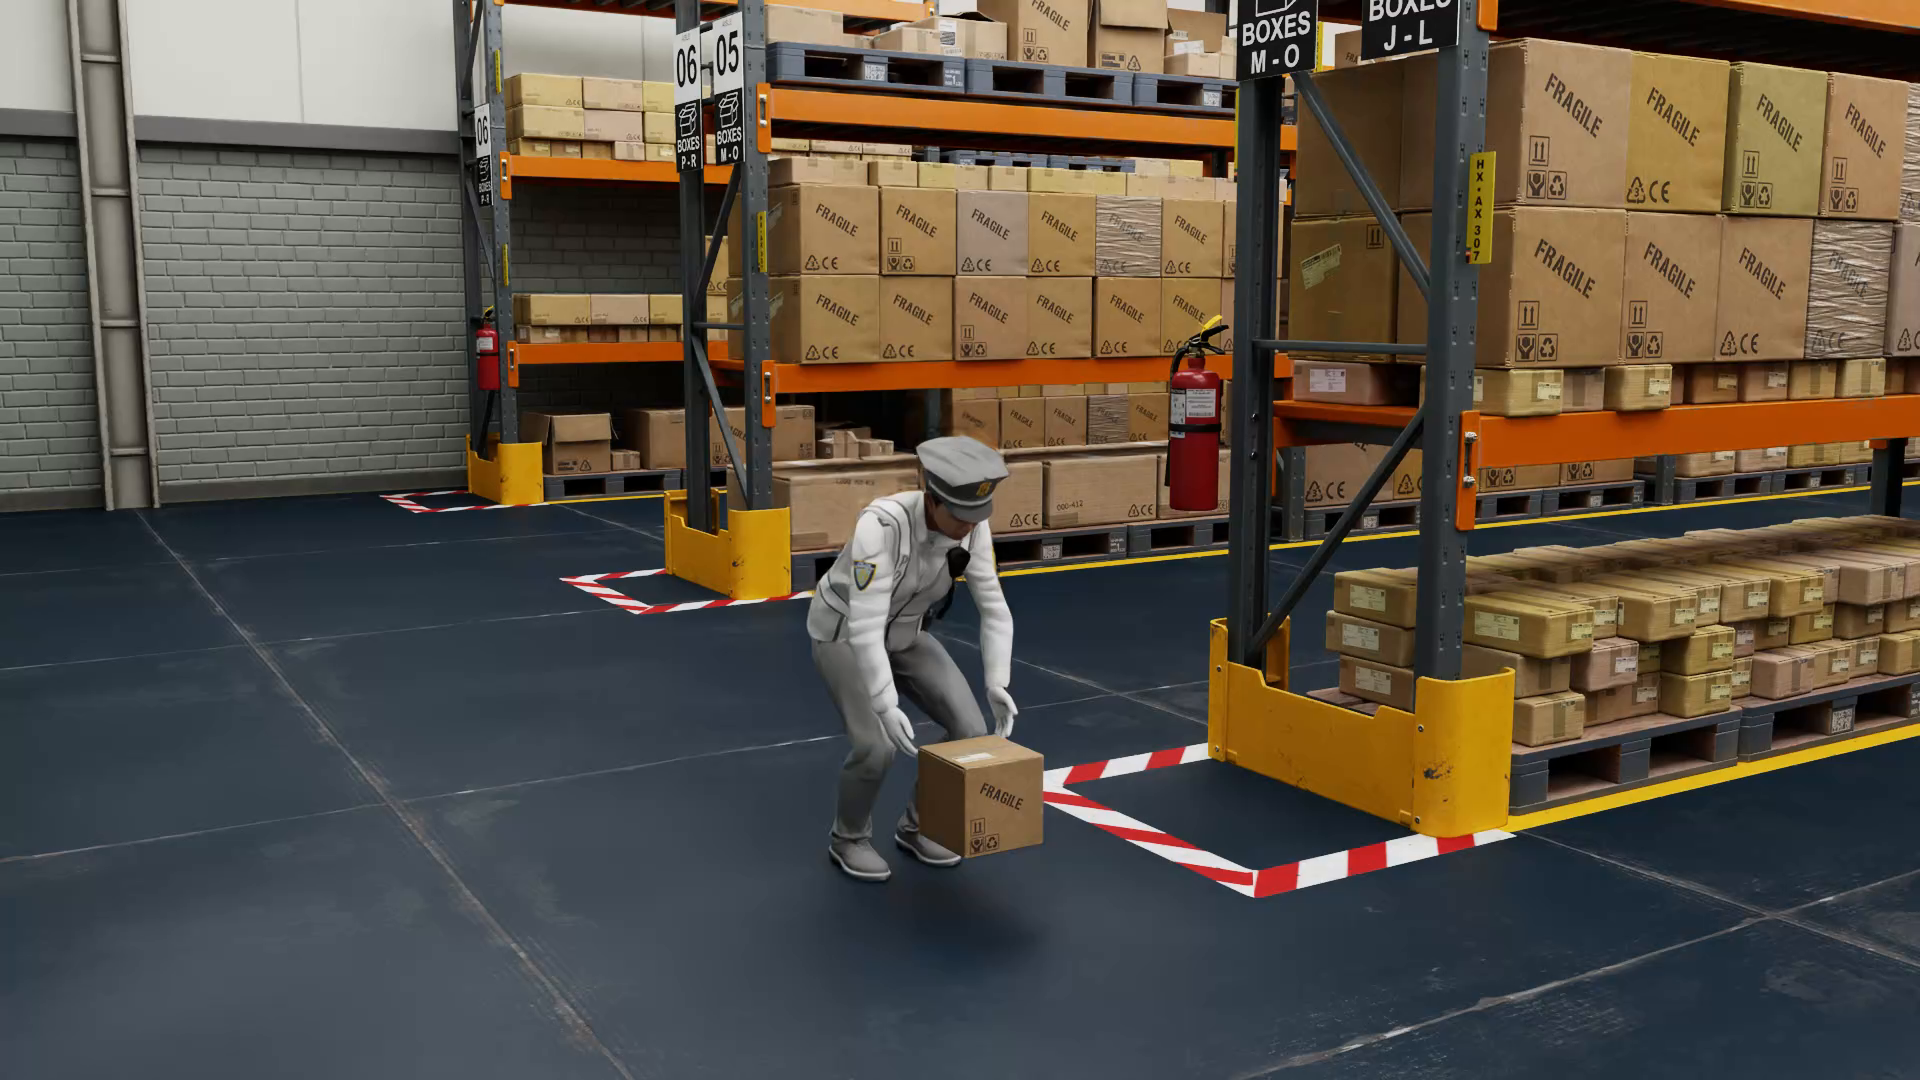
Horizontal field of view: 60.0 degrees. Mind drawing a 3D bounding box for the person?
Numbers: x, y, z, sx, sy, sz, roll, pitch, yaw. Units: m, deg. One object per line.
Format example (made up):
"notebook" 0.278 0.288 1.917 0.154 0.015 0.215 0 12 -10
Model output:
"person" -0.128 0.334 4.841 0.534 1.294 0.749 -5 10 -31
